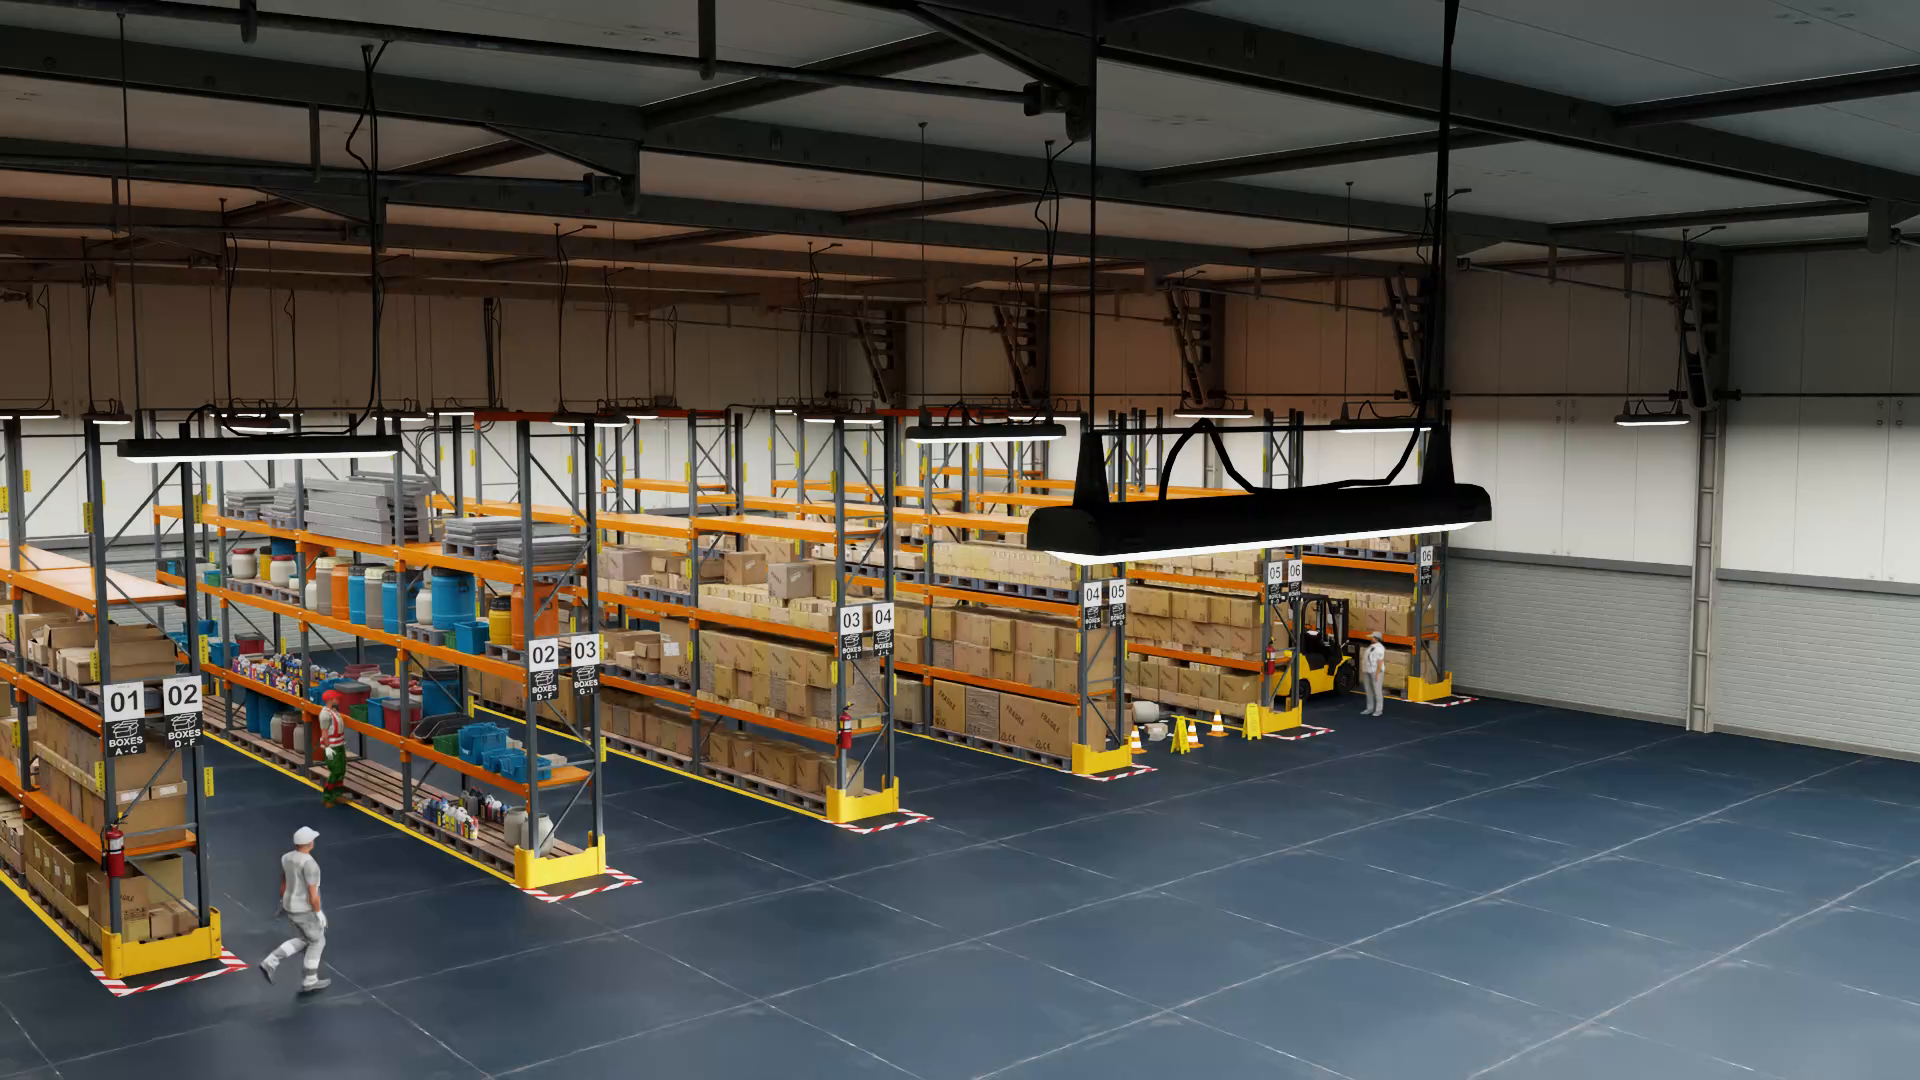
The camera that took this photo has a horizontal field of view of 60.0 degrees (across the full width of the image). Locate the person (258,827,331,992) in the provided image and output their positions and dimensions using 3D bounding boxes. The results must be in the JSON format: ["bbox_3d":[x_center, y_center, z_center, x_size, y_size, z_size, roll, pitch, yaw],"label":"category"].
[{"bbox_3d":[-7.006,3.899,17.504,0.689,1.758,0.609,-4,7,-41],"label":"person"}]

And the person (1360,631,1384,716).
[{"bbox_3d":[8.124,2.639,32.805,0.428,1.681,0.538,-3,6,-32],"label":"person"}]

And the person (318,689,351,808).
[{"bbox_3d":[-9.659,3.227,25.704,0.430,1.853,0.610,1,5,6],"label":"person"}]

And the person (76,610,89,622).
[{"bbox_3d":[-18.997,2.320,36.184,0.423,1.674,0.514,3,6,29],"label":"person"}]
